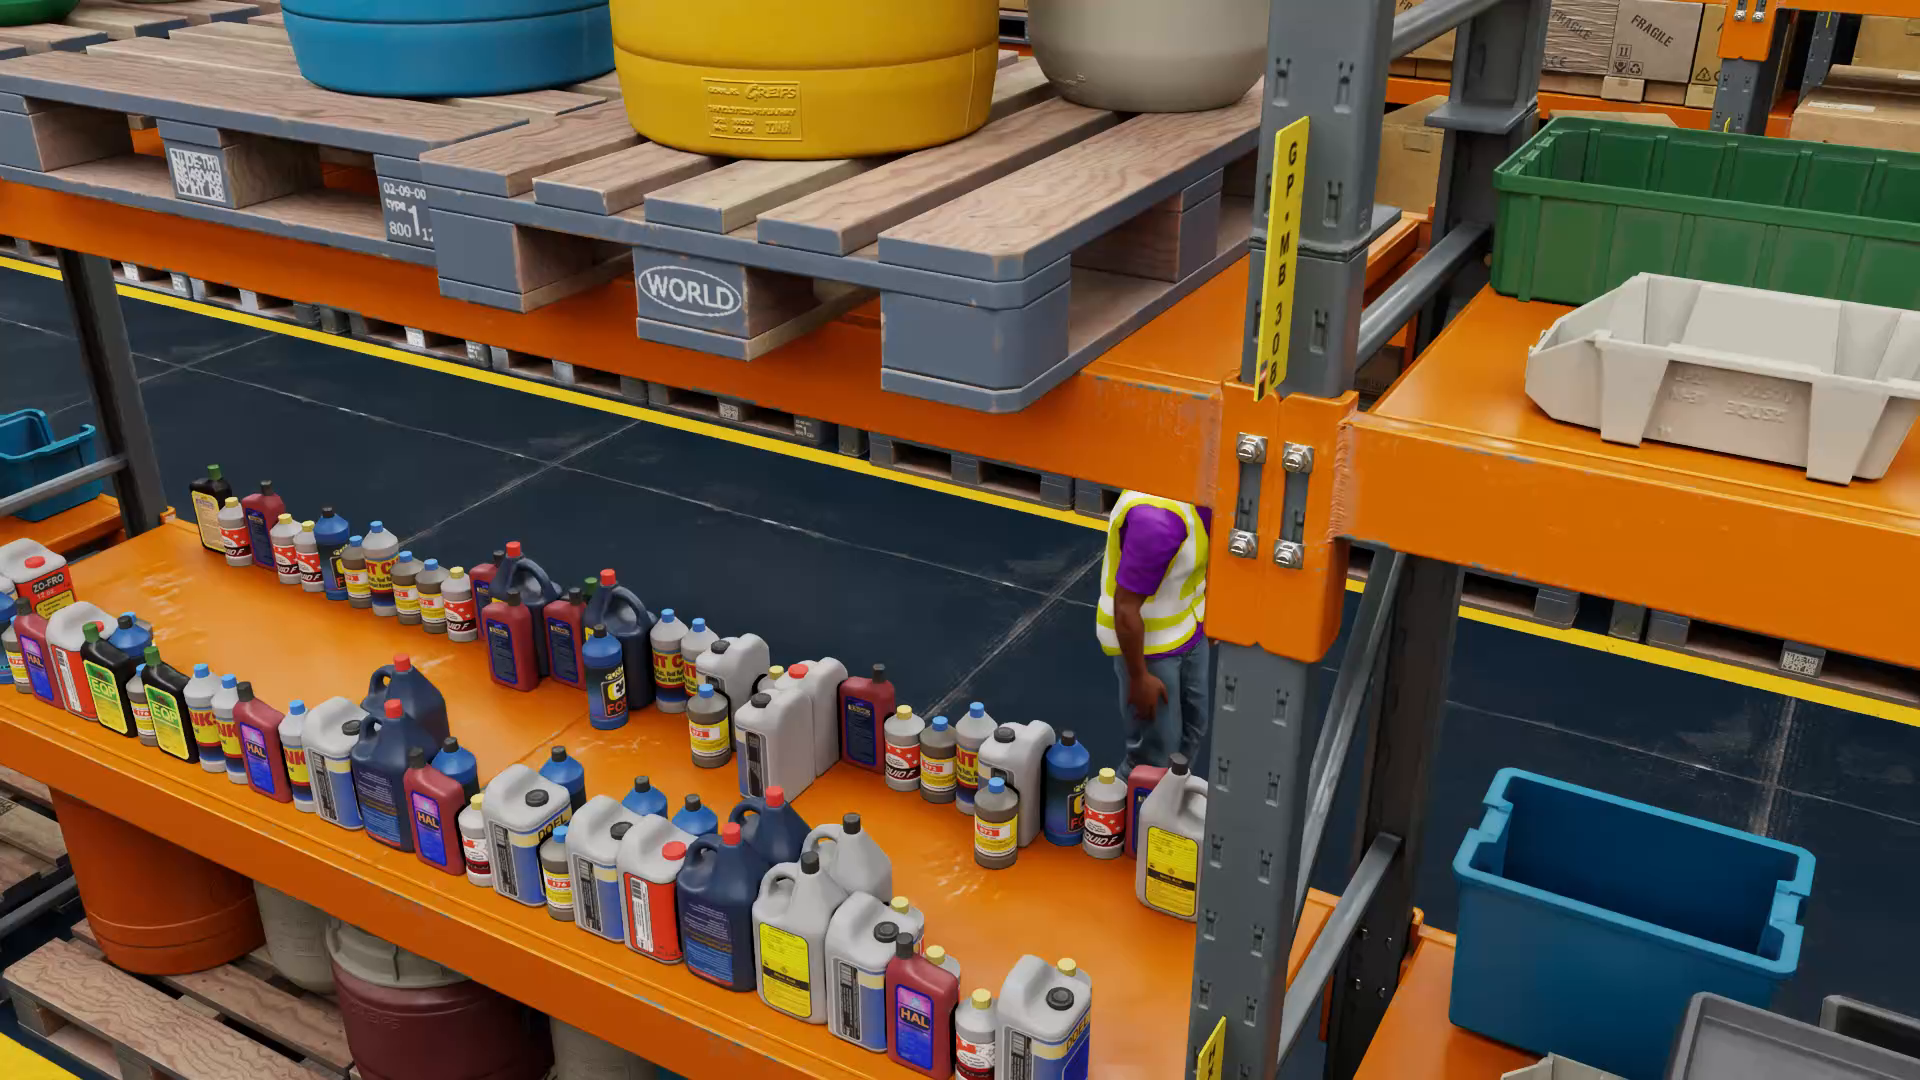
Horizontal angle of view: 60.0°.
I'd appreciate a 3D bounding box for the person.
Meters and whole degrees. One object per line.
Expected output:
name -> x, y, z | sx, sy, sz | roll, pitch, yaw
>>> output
person -> 0.693, 0.325, 5.439 | 0.463, 1.760, 0.633 | 14, 29, 25
